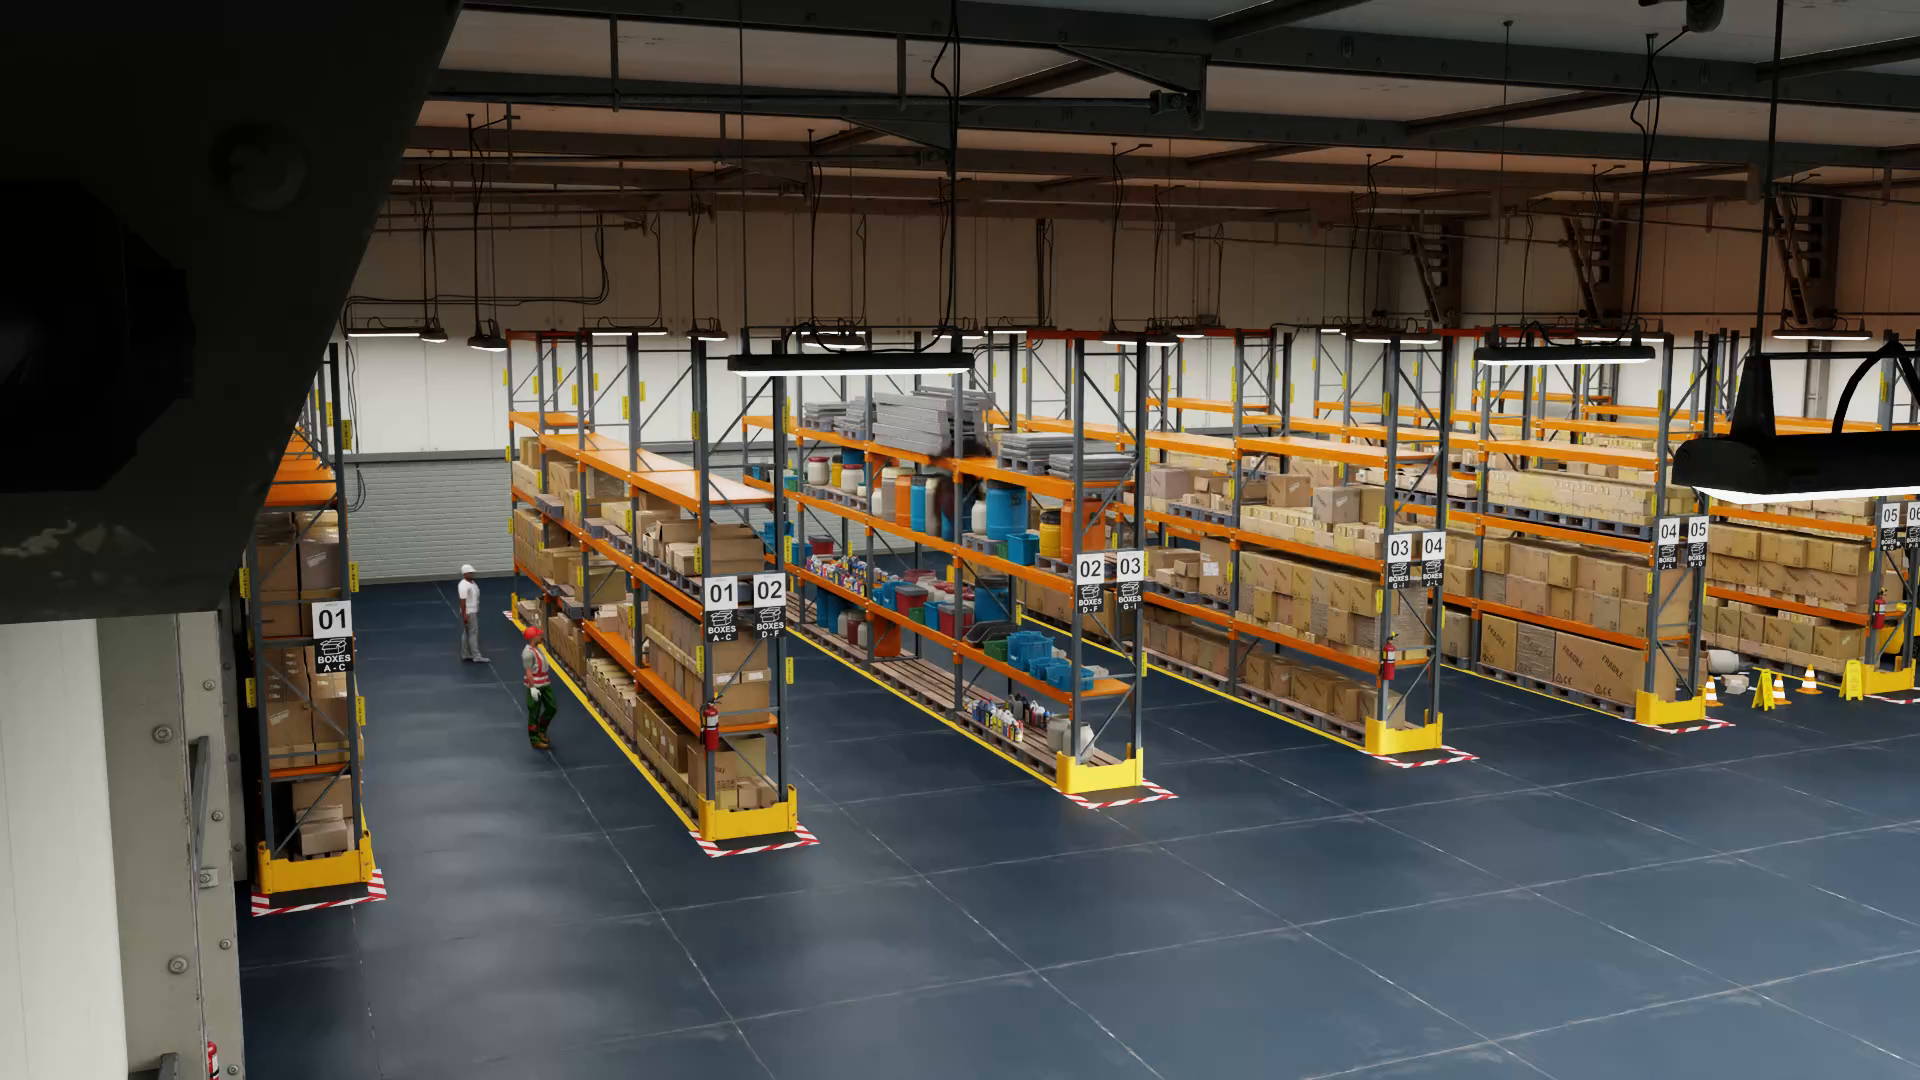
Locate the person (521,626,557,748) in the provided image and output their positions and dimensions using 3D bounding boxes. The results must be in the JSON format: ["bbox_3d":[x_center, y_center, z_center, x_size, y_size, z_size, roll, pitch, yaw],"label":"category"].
[{"bbox_3d":[-6.185,2.148,24.377,0.447,1.792,0.598,3,8,22],"label":"person"}]

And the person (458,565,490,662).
[{"bbox_3d":[-8.886,1.327,30.393,0.531,1.783,0.590,-2,8,-11],"label":"person"}]
